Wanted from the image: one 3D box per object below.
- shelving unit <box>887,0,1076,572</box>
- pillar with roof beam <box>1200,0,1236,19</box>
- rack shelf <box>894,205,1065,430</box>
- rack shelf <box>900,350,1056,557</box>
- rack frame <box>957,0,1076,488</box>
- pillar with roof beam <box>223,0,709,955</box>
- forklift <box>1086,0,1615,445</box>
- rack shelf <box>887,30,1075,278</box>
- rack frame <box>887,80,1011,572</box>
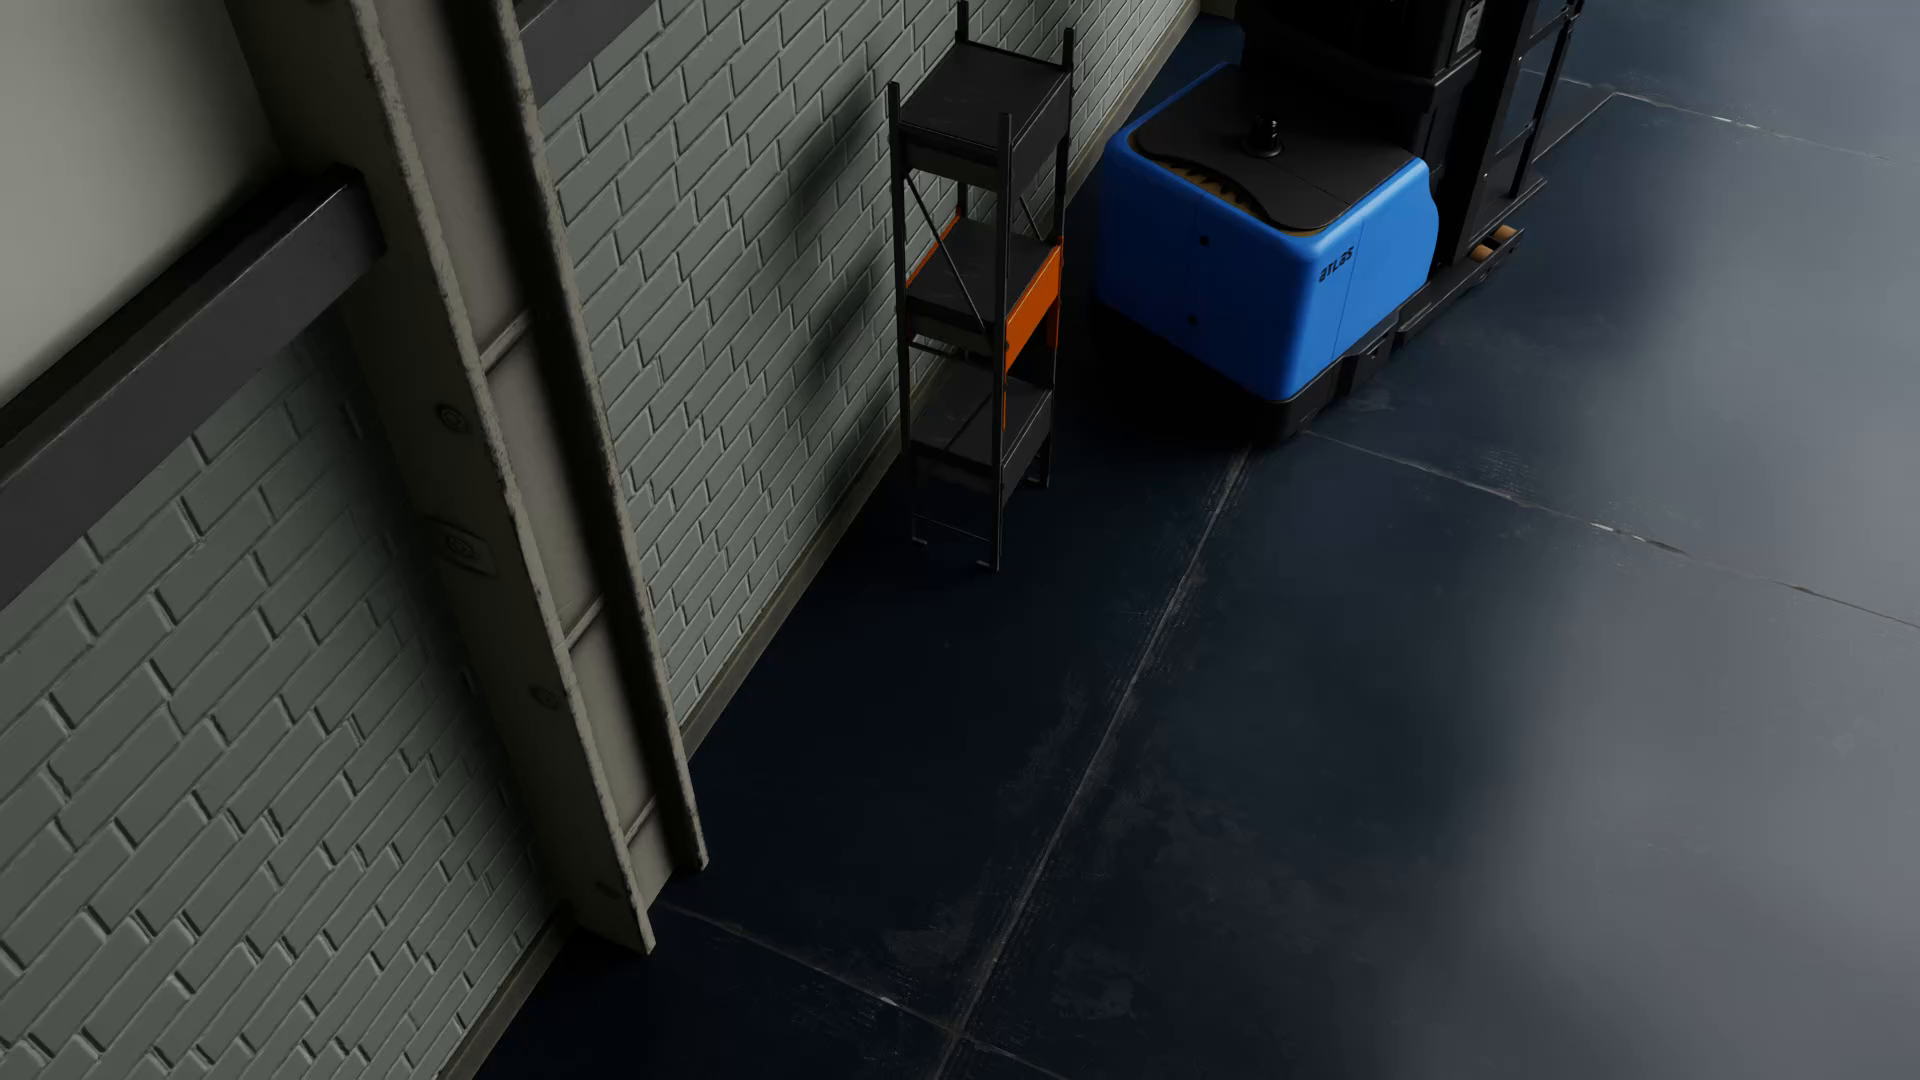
[{"bbox_3d":[0.071,-0.794,5.862,0.431,2.100,0.503,20,52,16],"label":"shelving unit"},{"bbox_3d":[5.384,-4.479,4.468,9.100,9.000,0.400,20,52,16],"label":"pillar with roof beam"},{"bbox_3d":[0.071,-0.786,5.873,0.431,0.518,0.480,20,52,16],"label":"rack shelf"},{"bbox_3d":[0.071,-0.332,6.406,0.431,0.518,0.480,20,52,16],"label":"rack shelf"},{"bbox_3d":[0.175,-0.962,6.005,0.400,2.100,0.015,20,52,16],"label":"rack frame"},{"bbox_3d":[2.821,-0.347,0.952,9.100,9.000,0.400,20,52,16],"label":"pillar with roof beam"},{"bbox_3d":[1.931,-2.366,6.654,1.130,2.935,3.031,36,58,27],"label":"forklift"},{"bbox_3d":[0.071,-1.239,5.340,0.431,0.518,0.480,20,52,16],"label":"rack shelf"},{"bbox_3d":[-0.034,-0.626,5.719,0.400,2.100,0.015,20,52,16],"label":"rack frame"}]
